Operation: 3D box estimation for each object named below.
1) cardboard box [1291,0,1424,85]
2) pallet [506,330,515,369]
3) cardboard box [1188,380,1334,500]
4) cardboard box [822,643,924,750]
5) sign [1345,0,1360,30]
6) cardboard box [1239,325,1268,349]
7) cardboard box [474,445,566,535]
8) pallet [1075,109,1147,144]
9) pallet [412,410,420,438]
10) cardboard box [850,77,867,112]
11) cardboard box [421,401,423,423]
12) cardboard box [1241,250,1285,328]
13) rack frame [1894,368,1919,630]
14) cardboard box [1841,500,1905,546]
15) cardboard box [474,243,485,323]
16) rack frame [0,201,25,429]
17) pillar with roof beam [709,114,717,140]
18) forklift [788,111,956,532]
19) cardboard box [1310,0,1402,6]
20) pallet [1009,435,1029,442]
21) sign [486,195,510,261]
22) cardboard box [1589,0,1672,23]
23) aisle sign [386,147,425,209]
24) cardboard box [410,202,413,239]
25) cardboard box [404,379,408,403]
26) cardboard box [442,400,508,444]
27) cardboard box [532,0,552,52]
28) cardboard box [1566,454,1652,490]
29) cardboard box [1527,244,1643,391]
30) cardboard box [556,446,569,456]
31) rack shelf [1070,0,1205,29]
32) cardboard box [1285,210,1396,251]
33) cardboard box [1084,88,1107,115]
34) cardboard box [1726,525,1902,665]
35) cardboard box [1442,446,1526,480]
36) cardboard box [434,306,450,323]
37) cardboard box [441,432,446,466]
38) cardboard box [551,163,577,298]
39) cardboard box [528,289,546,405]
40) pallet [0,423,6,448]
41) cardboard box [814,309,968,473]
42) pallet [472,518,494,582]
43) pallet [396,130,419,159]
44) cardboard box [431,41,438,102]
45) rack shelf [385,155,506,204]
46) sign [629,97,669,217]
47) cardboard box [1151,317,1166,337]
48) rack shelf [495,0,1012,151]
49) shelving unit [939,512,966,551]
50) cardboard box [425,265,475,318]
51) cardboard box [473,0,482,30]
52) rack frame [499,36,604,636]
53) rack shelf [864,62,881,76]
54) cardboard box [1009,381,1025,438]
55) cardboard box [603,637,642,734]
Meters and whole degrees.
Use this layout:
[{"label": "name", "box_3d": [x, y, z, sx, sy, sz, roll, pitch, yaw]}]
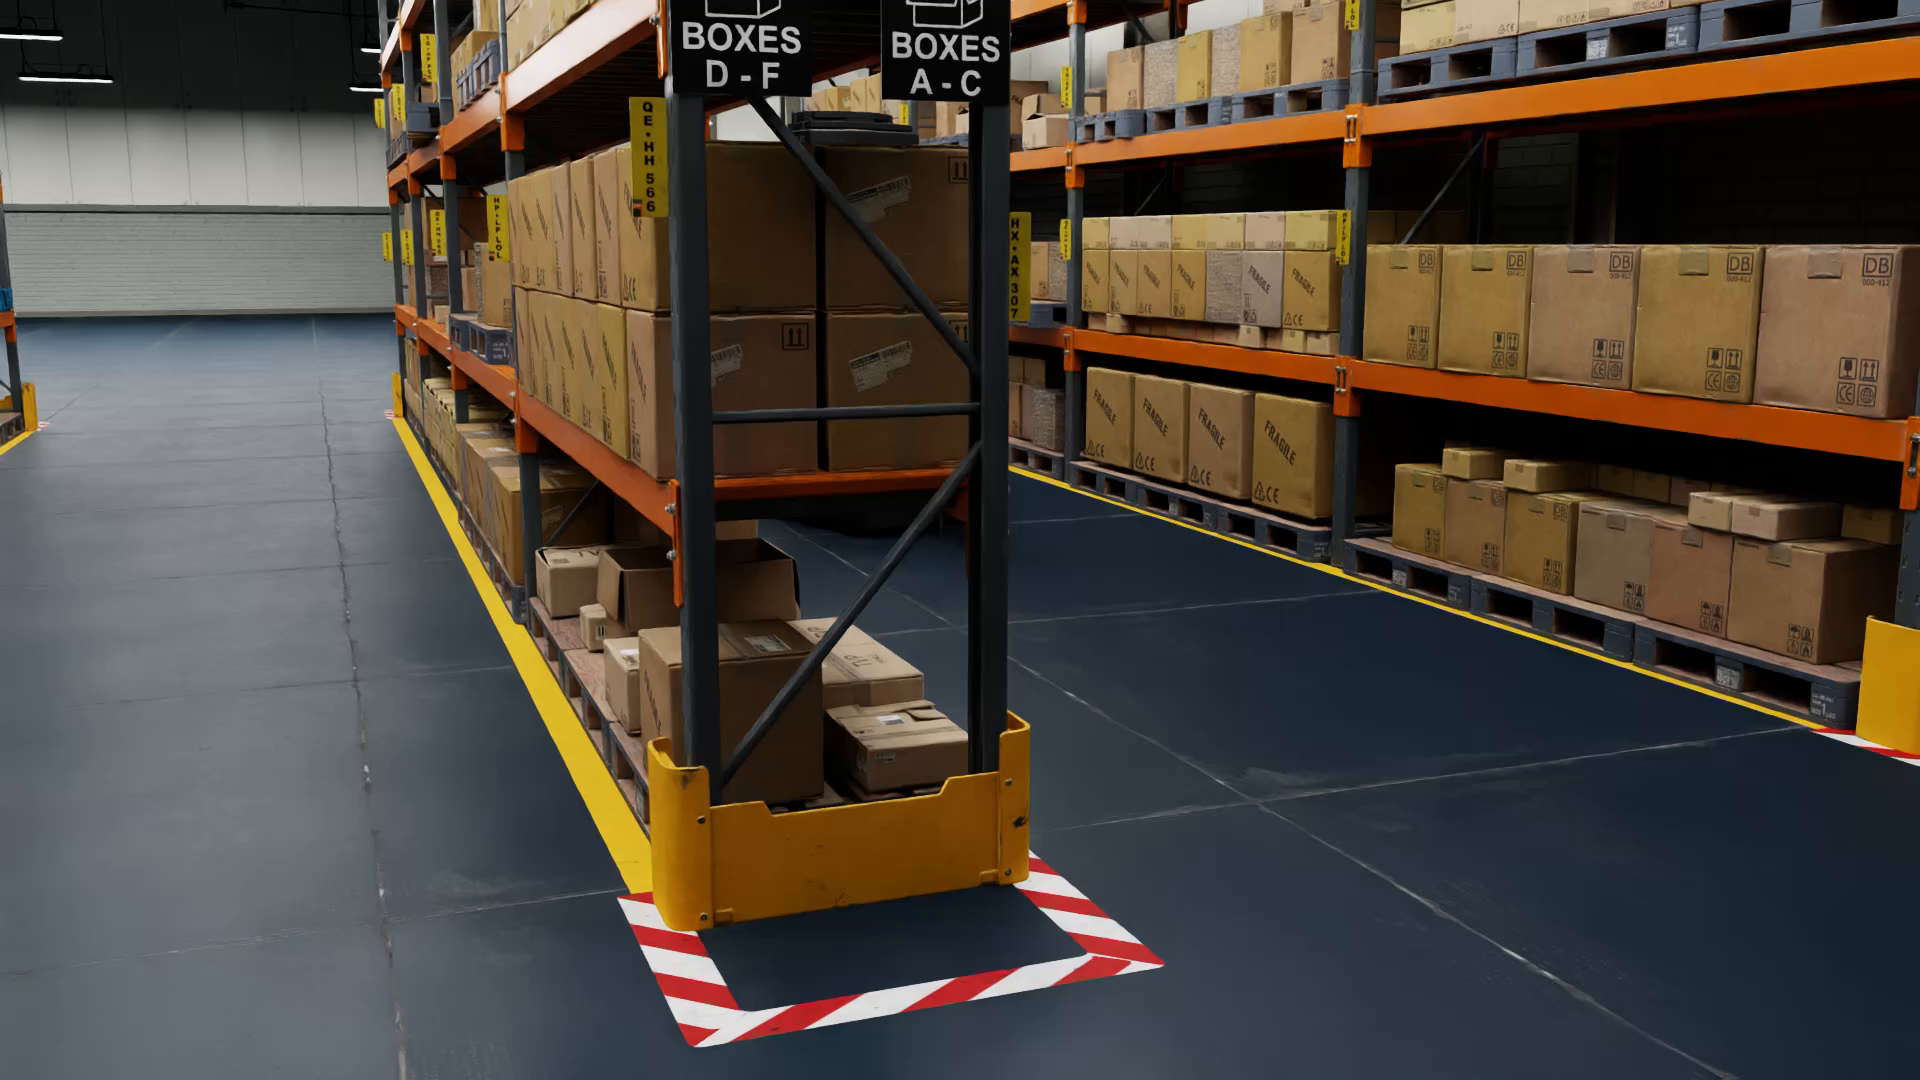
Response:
[{"label": "cardboard box", "box_3d": [2.611, -3.230, 10.906, 0.700, 0.500, 0.500, -5, 11, -24]}, {"label": "pallet", "box_3d": [-1.976, -1.064, 9.387, 1.003, 0.211, 1.213, -4, 11, -21]}, {"label": "cardboard box", "box_3d": [2.146, -0.728, 11.885, 0.750, 0.750, 0.750, -4, 11, -19]}, {"label": "cardboard box", "box_3d": [-0.452, 0.580, 6.189, 0.500, 0.250, 0.500, -4, 11, -21]}, {"label": "sign", "box_3d": [2.325, -3.187, 9.831, 0.100, 0.325, 0.005, -4, 11, -21]}, {"label": "cardboard box", "box_3d": [2.125, -1.384, 11.297, 0.380, 0.149, 0.250, -4, 11, -21]}, {"label": "cardboard box", "box_3d": [-2.773, -0.316, 10.512, 0.500, 0.500, 0.500, -4, 11, -23]}, {"label": "pallet", "box_3d": [1.661, -3.272, 13.221, 1.213, 0.211, 1.003, -3, 11, -18]}, {"label": "pallet", "box_3d": [-5.382, -1.287, 18.049, 1.003, 0.211, 1.213, -4, 11, -21]}, {"label": "cardboard box", "box_3d": [-0.913, -4.908, 18.687, 0.500, 0.500, 0.500, -4, 11, -23]}, {"label": "cardboard box", "box_3d": [-5.059, -1.242, 16.491, 0.500, 0.250, 0.500, -4, 11, -21]}, {"label": "cardboard box", "box_3d": [2.231, -1.684, 11.131, 0.500, 0.500, 0.500, -4, 11, -20]}, {"label": "rack frame", "box_3d": [4.277, -0.684, 6.699, 1.000, 3.000, 0.127, -4, 11, -21]}, {"label": "cardboard box", "box_3d": [4.162, -0.079, 7.387, 0.380, 0.149, 0.250, -4, 11, -21]}, {"label": "cardboard box", "box_3d": [-2.751, -1.673, 10.778, 0.700, 0.500, 0.500, -2, 10, -10]}, {"label": "rack frame", "box_3d": [-10.755, -2.667, 17.846, 1.000, 3.000, 0.127, -4, 11, -21]}, {"label": "pillar with roof beam", "box_3d": [-8.822, -7.875, 29.997, 9.100, 9.000, 0.548, -4, 11, -21]}, {"label": "forklift", "box_3d": [-1.098, -1.711, 12.669, 1.130, 2.935, 3.031, -7, 12, -35]}, {"label": "cardboard box", "box_3d": [2.631, -3.600, 10.848, 0.500, 0.250, 0.500, -3, 11, -17]}, {"label": "pallet", "box_3d": [0.658, -0.943, 16.119, 1.003, 0.211, 1.213, -4, 11, -21]}, {"label": "sign", "box_3d": [-2.304, -1.556, 8.296, 0.100, 0.325, 0.005, -4, 11, -21]}, {"label": "cardboard box", "box_3d": [3.382, -2.615, 7.934, 0.500, 0.250, 0.500, -4, 11, -23]}, {"label": "aisle sign", "box_3d": [-6.446, -4.251, 19.333, 0.394, 0.787, 0.004, -4, 11, -21]}, {"label": "cardboard box", "box_3d": [-5.581, -3.415, 18.063, 0.700, 0.500, 0.500, -4, 11, -21]}, {"label": "cardboard box", "box_3d": [-6.149, -1.732, 19.242, 0.500, 0.250, 0.500, -4, 11, -21]}, {"label": "cardboard box", "box_3d": [-3.851, -0.958, 13.291, 0.500, 0.311, 0.500, -4, 11, -22]}, {"label": "cardboard box", "box_3d": [-1.485, -2.166, 6.895, 0.500, 0.250, 0.500, -4, 11, -21]}, {"label": "cardboard box", "box_3d": [3.515, -0.370, 9.019, 0.380, 0.149, 0.250, -4, 11, -20]}, {"label": "cardboard box", "box_3d": [3.541, -1.157, 8.503, 0.980, 0.700, 0.700, -4, 11, -24]}, {"label": "cardboard box", "box_3d": [-2.297, -0.353, 10.720, 0.500, 0.500, 0.500, -4, 11, -23]}, {"label": "rack shelf", "box_3d": [2.103, -4.066, 11.777, 1.077, 0.370, 4.000, -4, 11, -21]}, {"label": "cardboard box", "box_3d": [2.420, -1.971, 10.604, 0.500, 0.250, 0.500, -4, 11, -20]}, {"label": "cardboard box", "box_3d": [1.332, -3.657, 14.509, 0.500, 0.500, 0.500, -4, 11, -21]}, {"label": "cardboard box", "box_3d": [3.930, 0.232, 7.487, 0.700, 0.500, 0.500, -4, 11, -21]}, {"label": "cardboard box", "box_3d": [2.957, -0.436, 9.392, 0.380, 0.149, 0.250, -4, 11, -19]}, {"label": "cardboard box", "box_3d": [-4.556, -2.046, 15.075, 0.380, 0.149, 0.250, -4, 11, -21]}, {"label": "cardboard box", "box_3d": [-4.025, -0.764, 13.803, 0.500, 0.250, 0.500, -4, 11, -20]}, {"label": "cardboard box", "box_3d": [-1.318, -1.216, 6.550, 0.500, 0.500, 0.500, -4, 11, -19]}, {"label": "cardboard box", "box_3d": [-1.669, -0.887, 7.556, 0.500, 0.500, 0.500, -4, 11, -20]}, {"label": "pallet", "box_3d": [-9.955, -0.952, 16.172, 1.003, 0.211, 1.213, -4, 11, -21]}, {"label": "cardboard box", "box_3d": [-0.254, -0.507, 5.420, 0.500, 0.500, 0.500, -4, 11, -20]}, {"label": "pallet", "box_3d": [-2.564, 0.022, 10.697, 1.003, 0.211, 1.213, -4, 11, -21]}, {"label": "pallet", "box_3d": [-5.020, -3.898, 16.458, 1.003, 0.211, 1.213, -4, 11, -21]}, {"label": "cardboard box", "box_3d": [-4.500, -4.203, 15.007, 0.500, 0.500, 0.500, -4, 11, -20]}, {"label": "rack shelf", "box_3d": [-5.412, -3.776, 17.575, 1.077, 0.370, 4.000, -4, 11, -21]}, {"label": "sign", "box_3d": [-0.863, -1.062, 4.619, 0.100, 0.325, 0.005, -4, 11, -21]}, {"label": "cardboard box", "box_3d": [1.690, -1.642, 12.745, 0.380, 0.149, 0.250, -4, 11, -20]}, {"label": "rack shelf", "box_3d": [-1.063, -1.818, 6.563, 1.077, 0.370, 4.000, -4, 11, -21]}, {"label": "shelving unit", "box_3d": [0.060, -0.564, 11.163, 0.258, 1.200, 0.503, -4, 11, -21]}, {"label": "cardboard box", "box_3d": [-4.854, -2.449, 16.335, 0.700, 0.500, 0.500, -4, 11, -22]}, {"label": "cardboard box", "box_3d": [-3.085, -3.621, 11.507, 0.500, 0.500, 0.500, -4, 11, -21]}, {"label": "rack frame", "box_3d": [-1.788, -1.022, 8.598, 1.000, 3.000, 0.127, -4, 11, -21]}, {"label": "rack shelf", "box_3d": [-0.796, -5.567, 19.083, 1.077, 0.370, 4.000, -4, 11, -21]}, {"label": "cardboard box", "box_3d": [0.784, -1.260, 15.822, 0.700, 0.500, 0.500, -4, 11, -21]}, {"label": "cardboard box", "box_3d": [-1.081, 0.538, 6.424, 0.500, 0.250, 0.500, -4, 11, -21]}]
